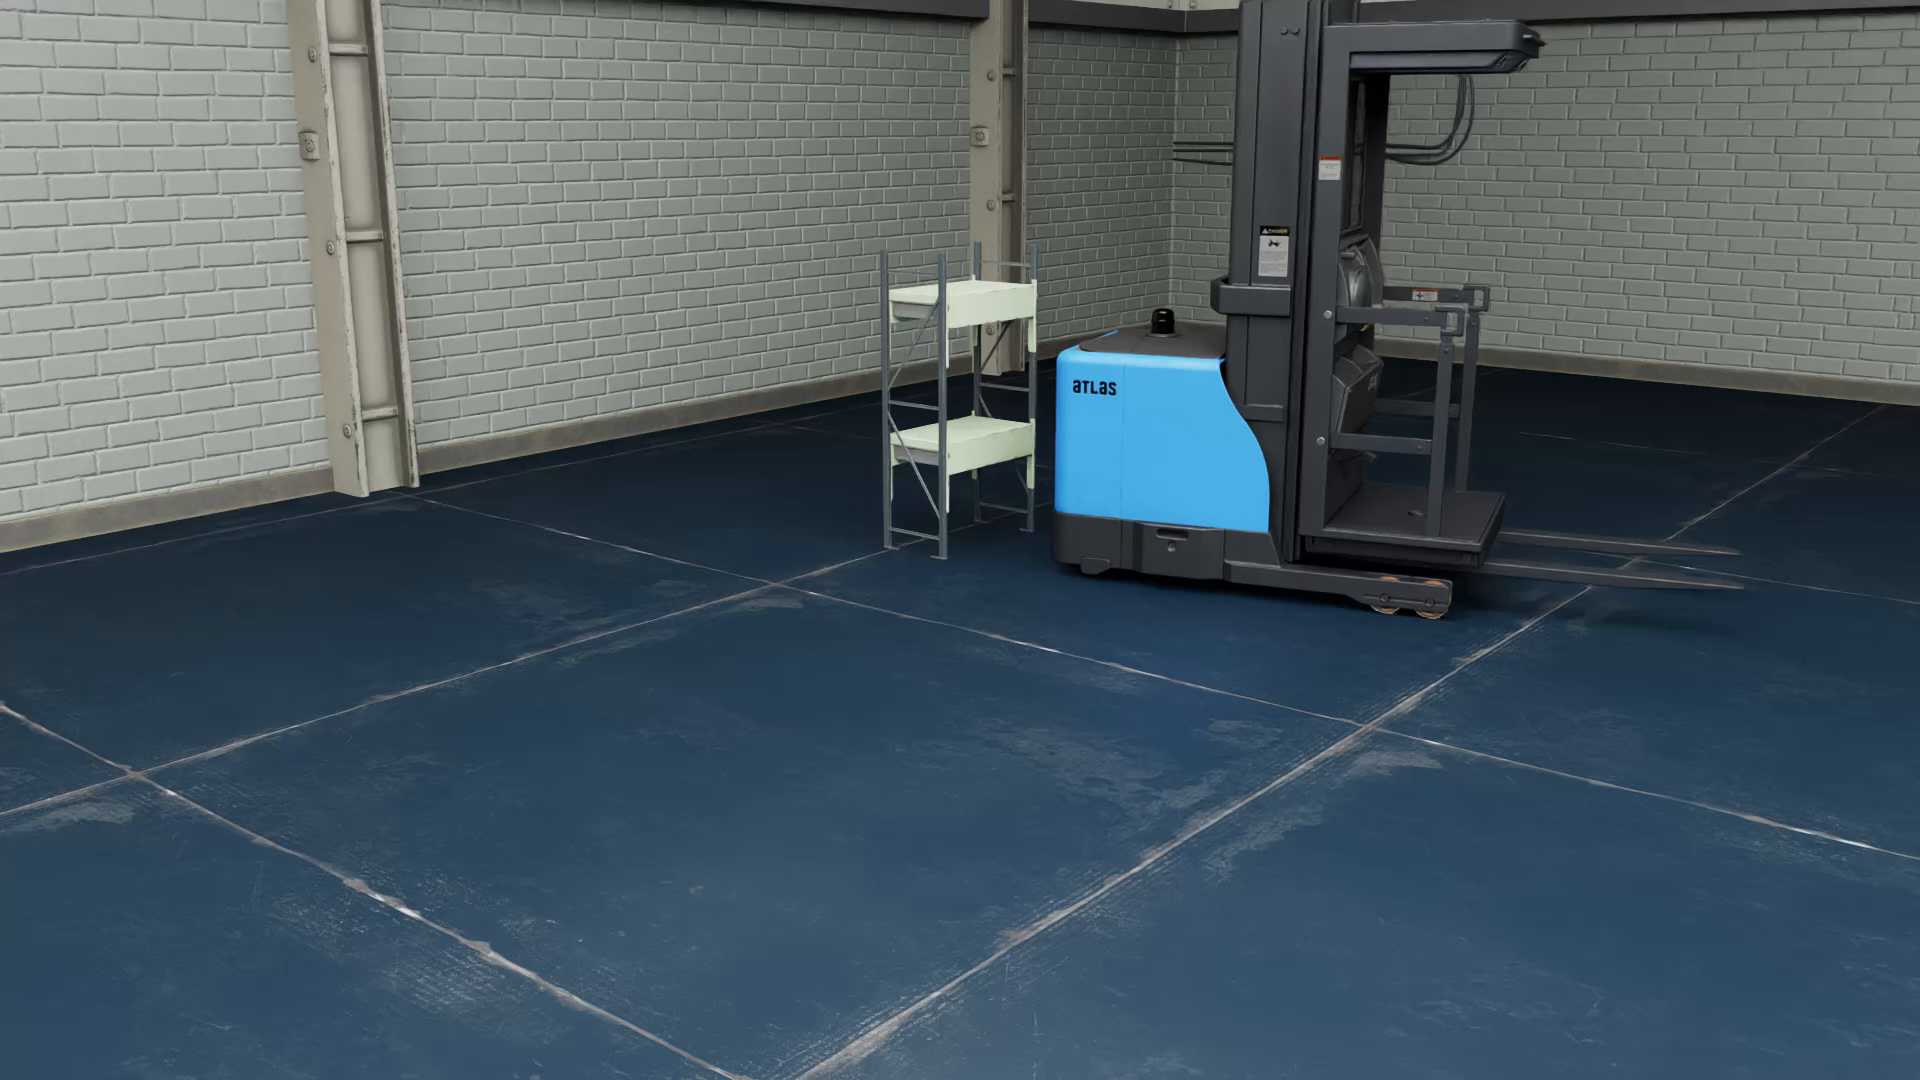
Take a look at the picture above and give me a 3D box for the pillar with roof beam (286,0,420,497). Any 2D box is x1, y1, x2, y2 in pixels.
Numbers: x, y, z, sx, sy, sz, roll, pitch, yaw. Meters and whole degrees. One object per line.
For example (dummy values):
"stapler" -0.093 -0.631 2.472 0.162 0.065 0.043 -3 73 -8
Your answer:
"pillar with roof beam" -0.101 -4.002 6.099 9.100 9.000 0.400 11 18 38

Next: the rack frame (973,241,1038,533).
"rack frame" 0.234 -0.798 8.719 0.400 1.500 0.023 11 18 38

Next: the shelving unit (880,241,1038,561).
"shelving unit" 0.004 -0.728 8.443 0.431 1.500 0.755 11 18 38

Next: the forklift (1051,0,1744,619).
"forklift" 2.003 -1.224 7.489 3.031 2.935 1.130 6 15 22

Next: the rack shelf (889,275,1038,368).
"rack shelf" 0.004 -1.106 8.347 0.431 0.370 0.720 11 18 38

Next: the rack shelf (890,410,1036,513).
"rack shelf" 0.004 -0.412 8.524 0.431 0.370 0.720 11 18 38

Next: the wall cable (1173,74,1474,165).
"wall cable" 3.202 -4.672 15.042 3.097 2.526 0.112 11 18 38

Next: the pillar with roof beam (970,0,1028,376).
"pillar with roof beam" 3.670 -5.151 10.622 9.100 9.000 0.400 11 18 38

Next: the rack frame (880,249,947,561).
"rack frame" -0.226 -0.658 8.167 0.400 1.500 0.023 11 18 38
